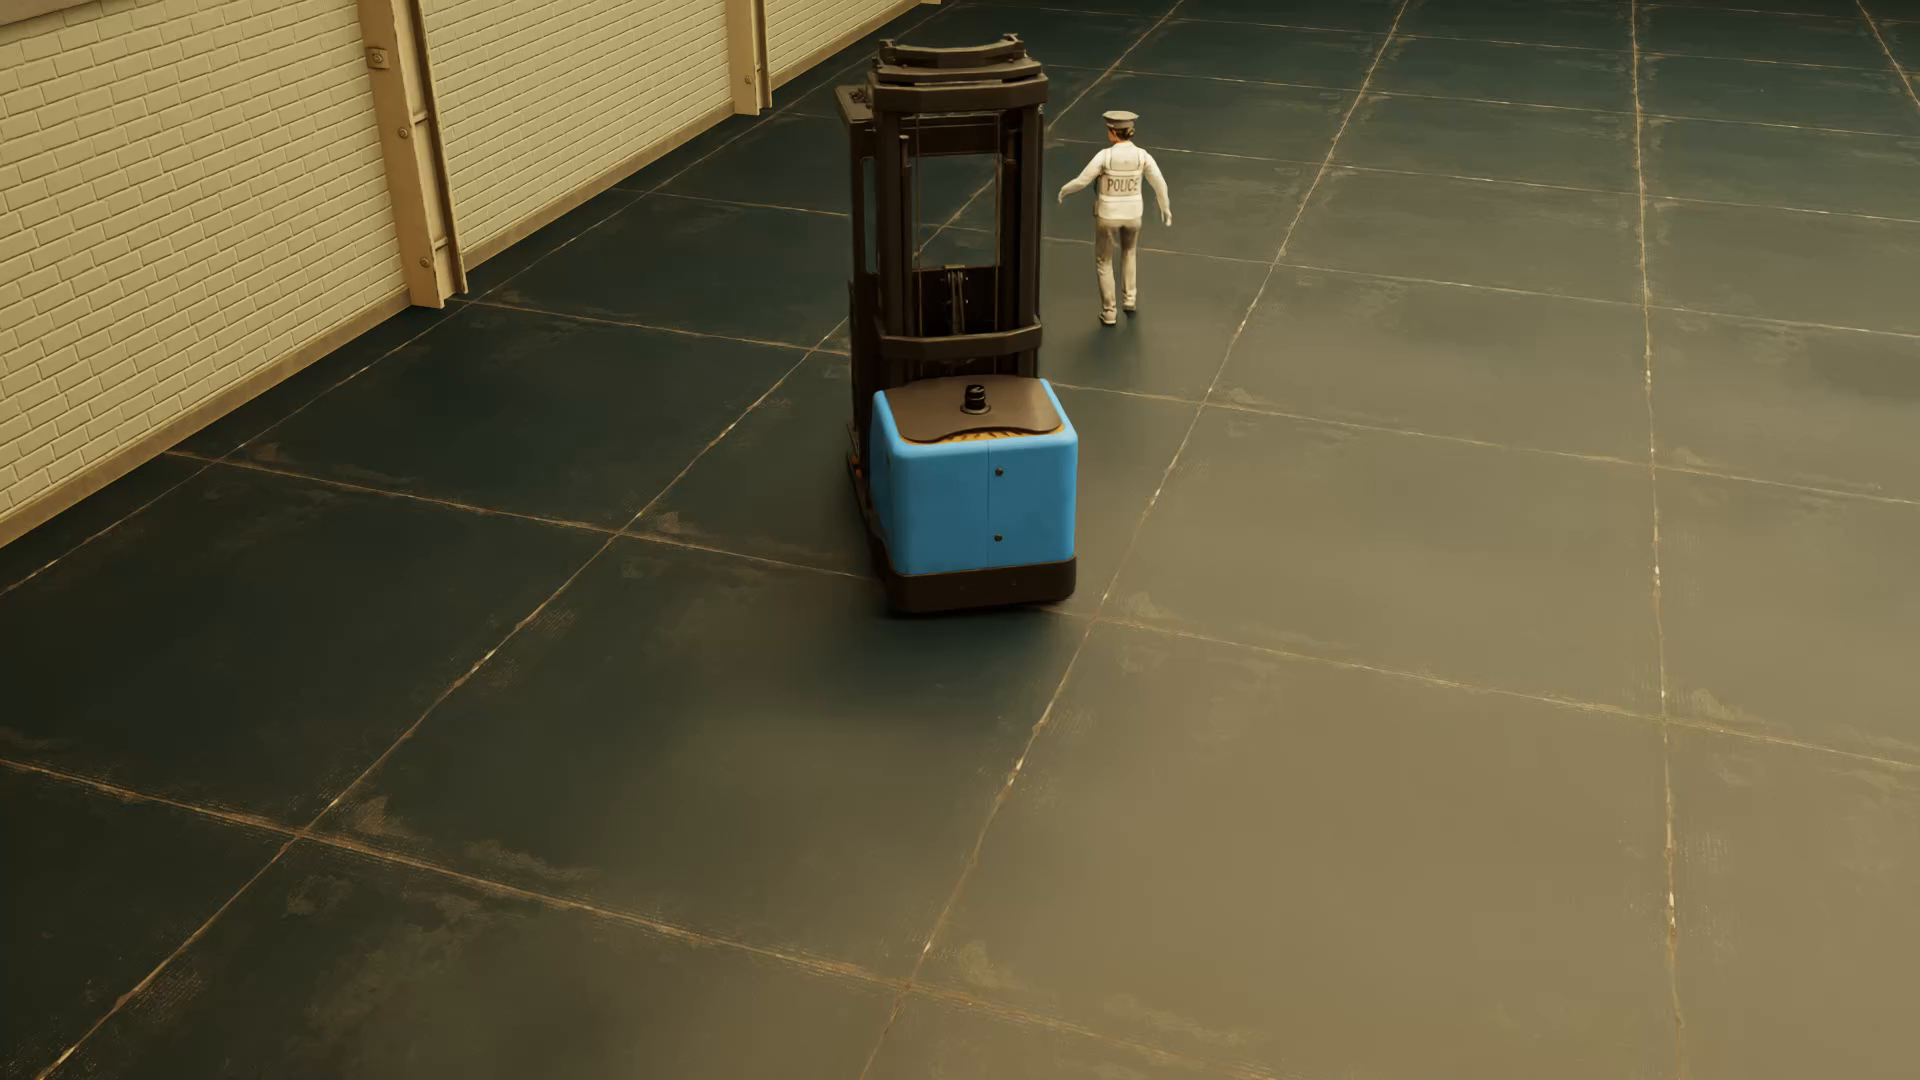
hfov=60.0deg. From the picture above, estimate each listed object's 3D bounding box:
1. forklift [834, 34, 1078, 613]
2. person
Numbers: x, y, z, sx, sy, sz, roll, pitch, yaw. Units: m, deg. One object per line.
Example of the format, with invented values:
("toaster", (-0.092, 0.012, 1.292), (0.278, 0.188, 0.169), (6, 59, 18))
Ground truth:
("forklift", (-0.122, -1.580, 9.908), (1.130, 2.935, 3.031), (-5, 30, -9))
("person", (1.211, -2.483, 12.848), (0.873, 1.694, 0.480), (-3, 30, -5))
